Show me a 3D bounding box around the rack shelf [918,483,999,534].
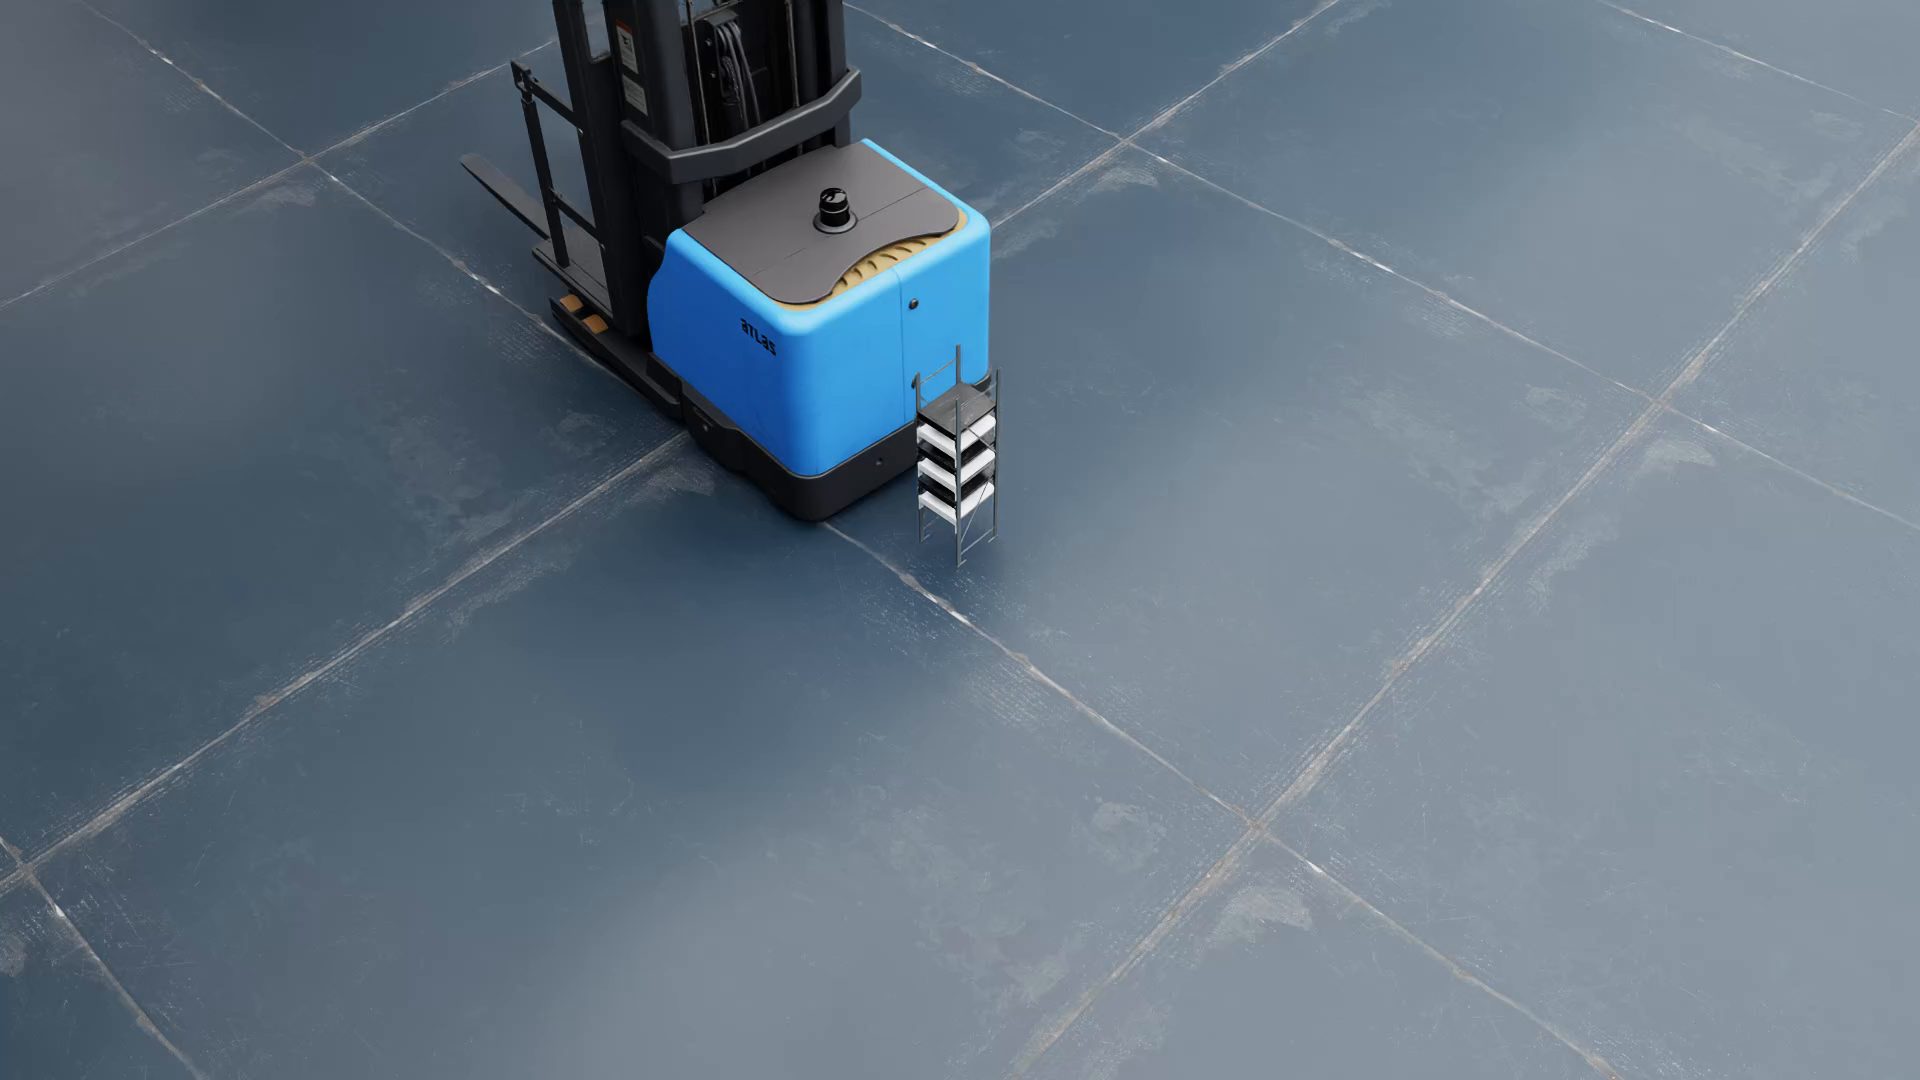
[{"bbox_3d":[-0.006,-0.166,6.581,0.200,0.077,0.258,34,55,28],"label":"rack shelf"}]

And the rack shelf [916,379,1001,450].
[{"bbox_3d":[-0.006,-0.474,6.253,0.200,0.077,0.258,34,55,28],"label":"rack shelf"}]

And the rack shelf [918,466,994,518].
[{"bbox_3d":[-0.006,-0.228,6.516,0.200,0.077,0.258,34,55,28],"label":"rack shelf"}]

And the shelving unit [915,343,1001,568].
[{"bbox_3d":[-0.006,-0.312,6.426,0.210,0.900,0.258,34,55,28],"label":"shelving unit"}]

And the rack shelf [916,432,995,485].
[{"bbox_3d":[-0.006,-0.351,6.384,0.200,0.077,0.258,34,55,28],"label":"rack shelf"}]

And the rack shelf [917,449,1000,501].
[{"bbox_3d":[-0.006,-0.289,6.450,0.200,0.077,0.258,34,55,28],"label":"rack shelf"}]

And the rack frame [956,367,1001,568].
[{"bbox_3d":[0.069,-0.262,6.379,0.006,0.900,0.240,34,55,28],"label":"rack frame"}]

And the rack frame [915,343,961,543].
[{"bbox_3d":[-0.081,-0.362,6.473,0.006,0.900,0.240,34,55,28],"label":"rack frame"}]

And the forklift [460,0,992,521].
[{"bbox_3d":[-1.220,-2.079,6.691,1.130,2.935,3.031,-33,55,-27],"label":"forklift"}]

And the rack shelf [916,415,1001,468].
[{"bbox_3d":[-0.006,-0.412,6.319,0.200,0.077,0.258,34,55,28],"label":"rack shelf"}]
